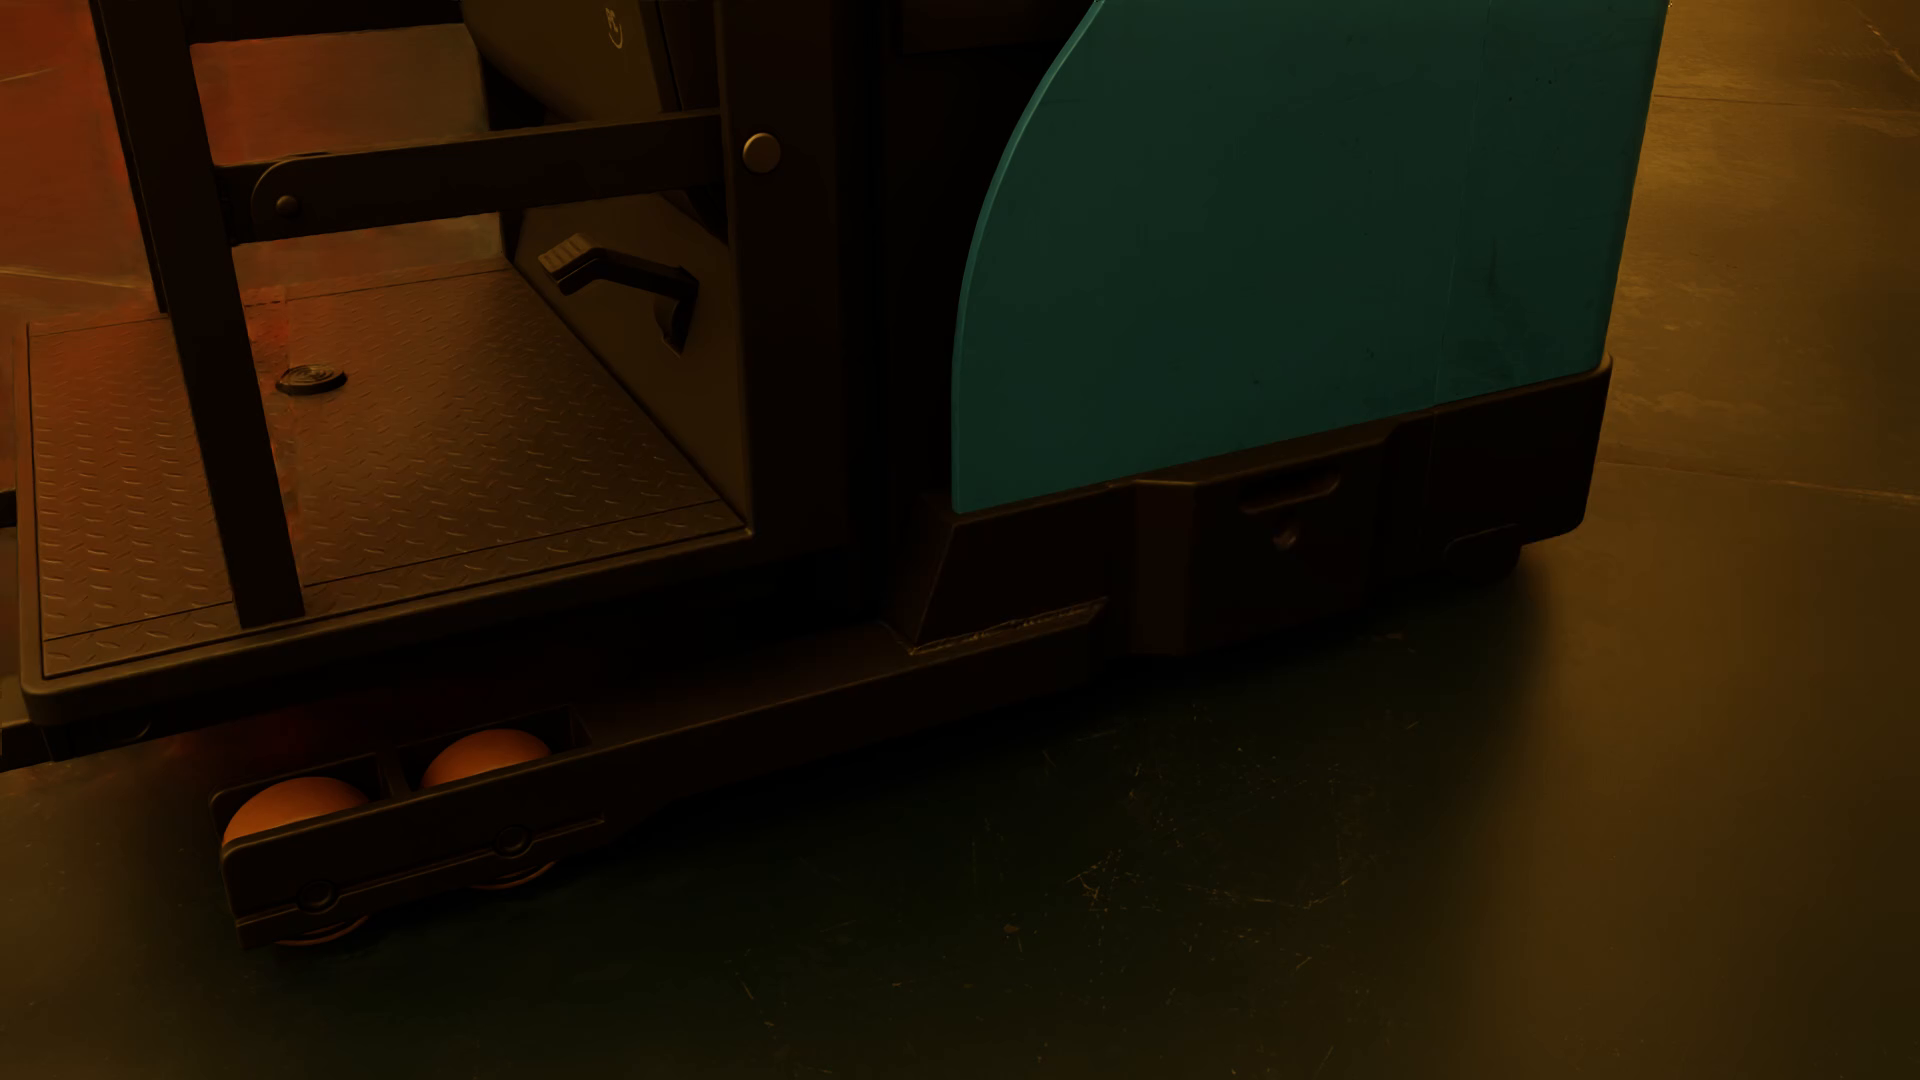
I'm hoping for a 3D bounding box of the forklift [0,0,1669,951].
[{"bbox_3d":[-0.639,-1.168,1.565,3.031,2.935,1.130,-13,30,-24],"label":"forklift"}]
